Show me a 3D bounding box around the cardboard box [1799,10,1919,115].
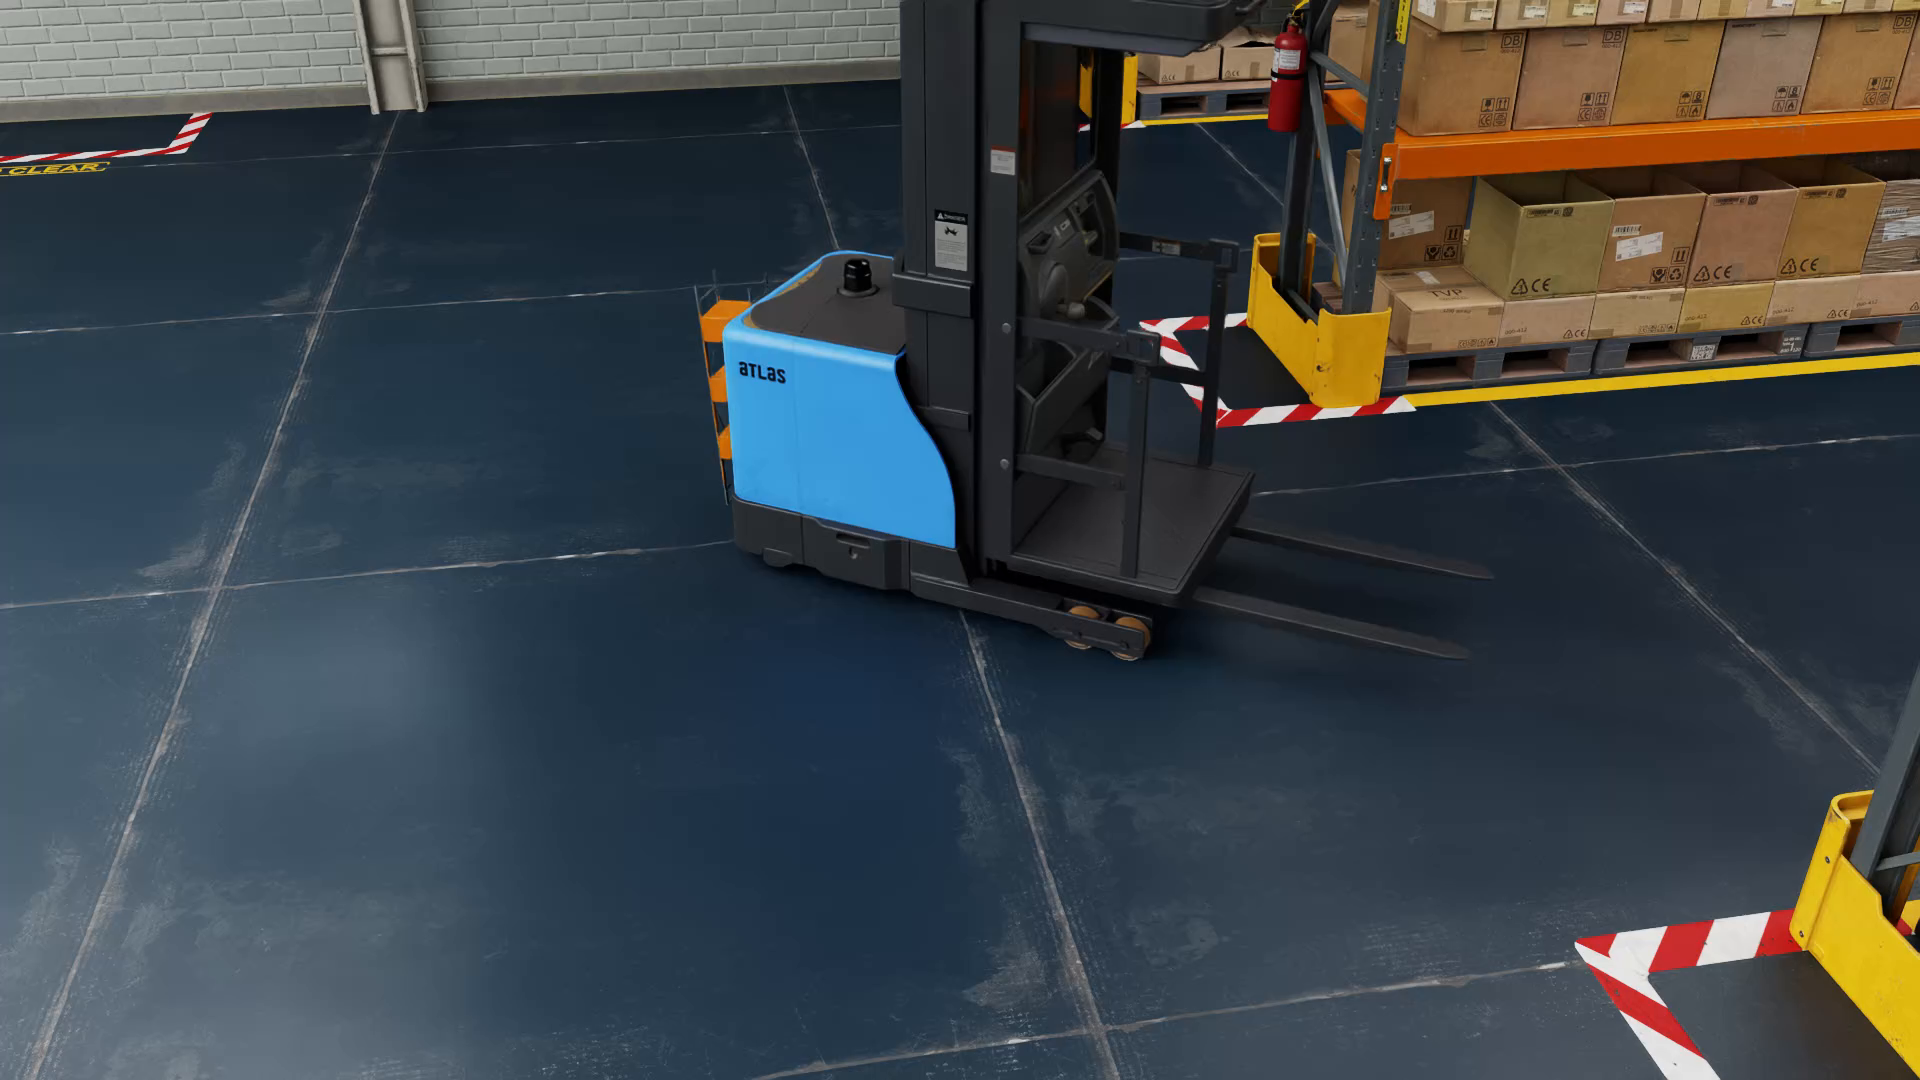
[{"bbox_3d":[4.378,-2.528,8.492,0.500,0.500,0.700,-5,31,-8],"label":"cardboard box"}]

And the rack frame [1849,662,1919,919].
[{"bbox_3d":[2.779,0.211,3.932,0.127,3.000,1.000,-5,31,-9],"label":"rack frame"}]

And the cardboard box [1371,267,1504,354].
[{"bbox_3d":[2.458,-1.193,8.618,0.500,0.250,0.500,-5,31,-9],"label":"cardboard box"}]

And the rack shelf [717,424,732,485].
[{"bbox_3d":[-0.922,-0.400,7.449,0.240,0.259,0.215,6,31,16],"label":"rack shelf"}]

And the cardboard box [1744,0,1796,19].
[{"bbox_3d":[3.828,-2.650,8.059,0.250,0.149,0.380,-5,31,-8],"label":"cardboard box"}]

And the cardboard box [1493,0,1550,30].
[{"bbox_3d":[2.575,-2.536,7.864,0.250,0.149,0.380,-6,31,-10],"label":"cardboard box"}]

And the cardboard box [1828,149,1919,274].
[{"bbox_3d":[4.914,-1.752,8.829,0.500,0.500,0.500,-5,31,-9],"label":"cardboard box"}]

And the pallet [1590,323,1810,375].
[{"bbox_3d":[3.833,-1.257,9.180,1.213,0.211,1.003,-5,31,-9],"label":"pallet"}]

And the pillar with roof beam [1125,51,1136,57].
[{"bbox_3d":[2.303,-5.663,8.003,0.400,9.000,9.100,-5,31,-9],"label":"pillar with roof beam"}]

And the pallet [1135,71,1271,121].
[{"bbox_3d":[1.875,-3.590,13.147,1.213,0.211,1.003,-5,31,-9],"label":"pallet"}]

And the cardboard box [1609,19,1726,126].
[{"bbox_3d":[3.357,-2.431,8.326,0.500,0.500,0.700,-5,31,-9],"label":"cardboard box"}]

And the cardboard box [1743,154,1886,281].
[{"bbox_3d":[4.423,-1.704,8.748,0.500,0.500,0.500,-5,31,-9],"label":"cardboard box"}]

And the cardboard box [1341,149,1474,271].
[{"bbox_3d":[2.365,-1.775,8.868,0.500,0.500,0.500,-5,31,-9],"label":"cardboard box"}]

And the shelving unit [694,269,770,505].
[{"bbox_3d":[-0.939,-0.651,7.307,0.252,1.050,0.215,6,31,16],"label":"shelving unit"}]

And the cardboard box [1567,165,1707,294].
[{"bbox_3d":[3.439,-1.615,8.595,0.500,0.500,0.500,-5,31,-9],"label":"cardboard box"}]

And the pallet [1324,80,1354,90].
[{"bbox_3d":[3.072,-3.700,13.333,1.213,0.211,1.003,-5,31,-9],"label":"pallet"}]

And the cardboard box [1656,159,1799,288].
[{"bbox_3d":[3.934,-1.652,8.658,0.500,0.500,0.500,-5,31,-9],"label":"cardboard box"}]

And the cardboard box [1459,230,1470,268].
[{"bbox_3d":[2.855,-1.503,9.144,0.500,0.250,0.500,-5,31,-9],"label":"cardboard box"}]

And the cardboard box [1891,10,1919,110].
[{"bbox_3d":[4.872,-2.572,8.566,0.500,0.500,0.700,-6,31,-9],"label":"cardboard box"}]

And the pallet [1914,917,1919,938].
[{"bbox_3d":[3.645,1.311,4.812,1.213,0.211,1.003,-5,31,-9],"label":"pallet"}]

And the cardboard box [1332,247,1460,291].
[{"bbox_3d":[2.365,-1.451,9.057,0.500,0.250,0.500,-5,31,-9],"label":"cardboard box"}]

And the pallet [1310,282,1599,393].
[{"bbox_3d":[2.635,-1.148,8.993,1.213,0.211,1.003,-5,31,-9],"label":"pallet"}]

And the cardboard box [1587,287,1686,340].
[{"bbox_3d":[3.441,-1.286,8.776,0.500,0.250,0.500,-5,31,-9],"label":"cardboard box"}]

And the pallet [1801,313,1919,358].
[{"bbox_3d":[5.035,-1.370,9.372,1.213,0.211,1.003,-5,31,-9],"label":"pallet"}]

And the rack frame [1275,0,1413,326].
[{"bbox_3d":[1.891,-2.259,8.132,0.127,3.000,1.000,-5,31,-9],"label":"rack frame"}]

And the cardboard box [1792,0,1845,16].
[{"bbox_3d":[4.086,-2.674,8.100,0.250,0.149,0.380,-4,31,-7],"label":"cardboard box"}]

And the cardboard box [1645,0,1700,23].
[{"bbox_3d":[3.331,-2.605,7.983,0.250,0.149,0.380,-6,31,-11],"label":"cardboard box"}]

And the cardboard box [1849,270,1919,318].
[{"bbox_3d":[4.915,-1.428,9.017,0.500,0.250,0.500,-5,31,-9],"label":"cardboard box"}]

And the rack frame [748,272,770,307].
[{"bbox_3d":[-0.823,-0.639,7.273,0.008,1.050,0.200,6,31,16],"label":"rack frame"}]

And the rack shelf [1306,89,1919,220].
[{"bbox_3d":[3.858,-2.131,8.625,4.000,0.370,1.077,-5,31,-9],"label":"rack shelf"}]

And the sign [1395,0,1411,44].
[{"bbox_3d":[1.985,-2.389,7.421,0.005,0.325,0.100,-5,31,-9],"label":"sign"}]

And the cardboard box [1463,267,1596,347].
[{"bbox_3d":[2.949,-1.240,8.698,0.500,0.250,0.500,-5,31,-9],"label":"cardboard box"}]

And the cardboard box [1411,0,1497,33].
[{"bbox_3d":[2.315,-2.510,7.821,0.250,0.149,0.380,-6,31,-9],"label":"cardboard box"}]

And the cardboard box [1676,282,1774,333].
[{"bbox_3d":[3.934,-1.329,8.849,0.500,0.250,0.500,-5,31,-9],"label":"cardboard box"}]

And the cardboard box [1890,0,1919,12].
[{"bbox_3d":[4.595,-2.723,8.183,0.250,0.149,0.380,-5,31,-9],"label":"cardboard box"}]

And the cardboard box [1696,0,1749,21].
[{"bbox_3d":[3.582,-2.629,8.023,0.250,0.149,0.380,-6,31,-10],"label":"cardboard box"}]

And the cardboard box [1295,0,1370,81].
[{"bbox_3d":[2.983,-3.953,13.045,0.500,0.500,0.700,-7,31,-12],"label":"cardboard box"}]

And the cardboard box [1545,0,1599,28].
[{"bbox_3d":[2.820,-2.558,7.902,0.250,0.149,0.380,-5,31,-9],"label":"cardboard box"}]

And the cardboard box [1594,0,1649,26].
[{"bbox_3d":[3.069,-2.580,7.939,0.250,0.149,0.380,-6,31,-10],"label":"cardboard box"}]

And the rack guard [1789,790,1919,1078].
[{"bbox_3d":[2.845,1.258,4.617,0.348,0.500,1.175,-5,31,-9],"label":"rack guard"}]

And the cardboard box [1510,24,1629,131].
[{"bbox_3d":[2.868,-2.389,8.254,0.500,0.500,0.700,-5,31,-8],"label":"cardboard box"}]

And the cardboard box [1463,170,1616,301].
[{"bbox_3d":[2.950,-1.563,8.507,0.500,0.500,0.500,-5,31,-9],"label":"cardboard box"}]

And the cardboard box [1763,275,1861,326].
[{"bbox_3d":[4.426,-1.375,8.927,0.500,0.250,0.500,-5,31,-9],"label":"cardboard box"}]

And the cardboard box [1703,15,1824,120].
[{"bbox_3d":[3.874,-2.481,8.411,0.500,0.500,0.700,-4,31,-7],"label":"cardboard box"}]

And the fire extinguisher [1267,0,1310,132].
[{"bbox_3d":[1.691,-2.446,8.528,0.183,0.674,0.296,-5,31,-9],"label":"fire extinguisher"}]

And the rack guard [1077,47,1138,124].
[{"bbox_3d":[1.069,-3.658,12.978,0.348,0.500,1.175,-5,31,-9],"label":"rack guard"}]

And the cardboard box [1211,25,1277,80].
[{"bbox_3d":[2.252,-3.829,13.022,0.500,0.311,0.500,-3,31,-5],"label":"cardboard box"}]

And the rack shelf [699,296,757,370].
[{"bbox_3d":[-0.955,-0.888,7.173,0.240,0.259,0.215,6,31,16],"label":"rack shelf"}]

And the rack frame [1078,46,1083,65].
[{"bbox_3d":[0.995,-4.728,12.332,0.127,3.000,1.000,-5,31,-9],"label":"rack frame"}]

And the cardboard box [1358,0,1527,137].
[{"bbox_3d":[2.352,-2.338,8.169,0.500,0.500,0.700,-5,31,-9],"label":"cardboard box"}]

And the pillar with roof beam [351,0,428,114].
[{"bbox_3d":[-3.599,-5.115,7.072,0.400,9.000,9.100,-5,31,-9],"label":"pillar with roof beam"}]

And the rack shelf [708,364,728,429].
[{"bbox_3d":[-0.939,-0.641,7.312,0.240,0.259,0.215,6,31,16],"label":"rack shelf"}]

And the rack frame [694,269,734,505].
[{"bbox_3d":[-1.056,-0.662,7.341,0.008,1.050,0.200,6,31,16],"label":"rack frame"}]

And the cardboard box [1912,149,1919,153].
[{"bbox_3d":[5.313,-2.057,9.347,0.500,0.500,0.500,-5,31,-9],"label":"cardboard box"}]

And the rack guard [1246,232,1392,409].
[{"bbox_3d":[1.867,-1.179,8.762,0.348,0.500,1.175,-5,31,-9],"label":"rack guard"}]

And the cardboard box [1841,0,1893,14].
[{"bbox_3d":[4.347,-2.700,8.144,0.250,0.149,0.380,-4,31,-7],"label":"cardboard box"}]

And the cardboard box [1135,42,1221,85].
[{"bbox_3d":[1.691,-3.777,12.933,0.500,0.311,0.500,-9,32,-15],"label":"cardboard box"}]

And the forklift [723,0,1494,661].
[{"bbox_3d":[0.602,-1.103,6.234,3.031,2.935,1.130,13,33,21],"label":"forklift"}]
